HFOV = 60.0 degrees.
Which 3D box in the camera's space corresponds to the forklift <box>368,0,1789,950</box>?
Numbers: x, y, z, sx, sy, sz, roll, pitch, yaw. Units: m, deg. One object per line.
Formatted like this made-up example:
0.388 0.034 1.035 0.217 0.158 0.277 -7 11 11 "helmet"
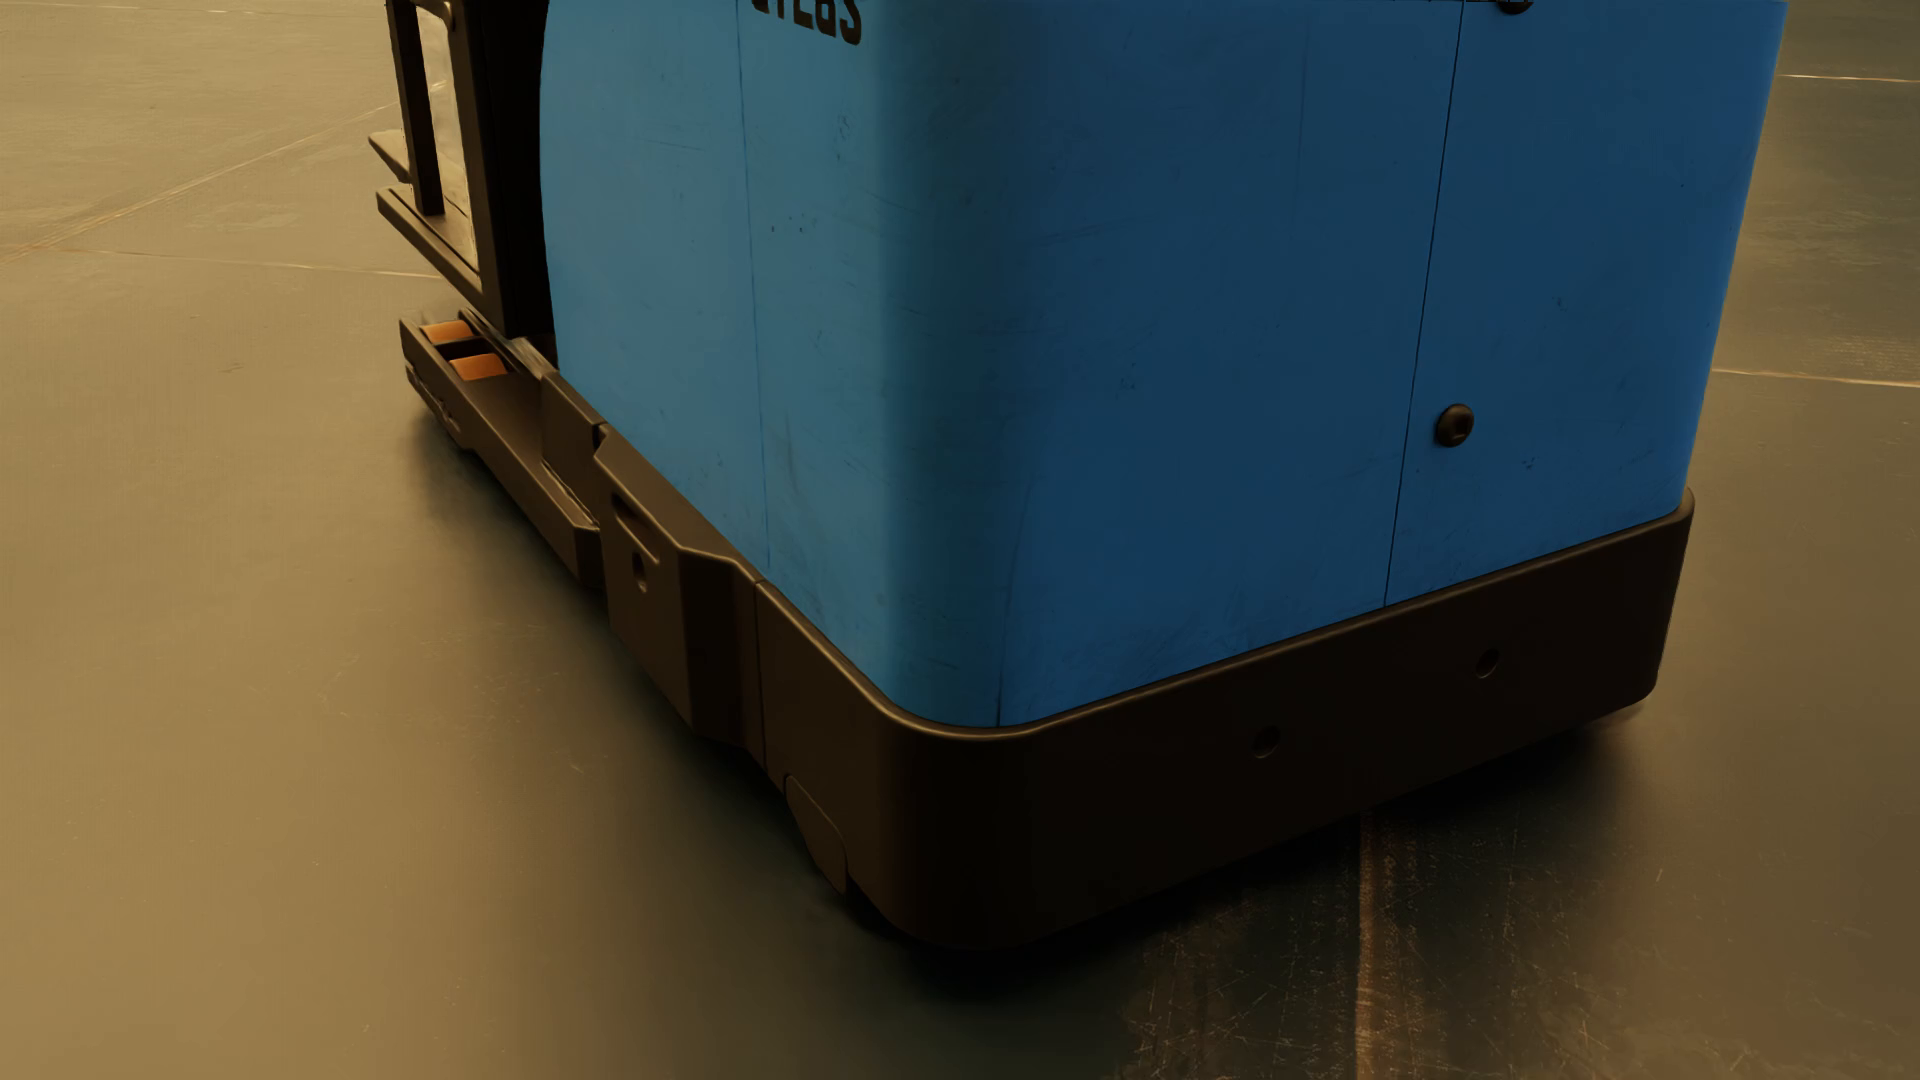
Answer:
-0.328 -1.547 2.312 1.130 2.935 3.031 -15 30 -27 "forklift"
